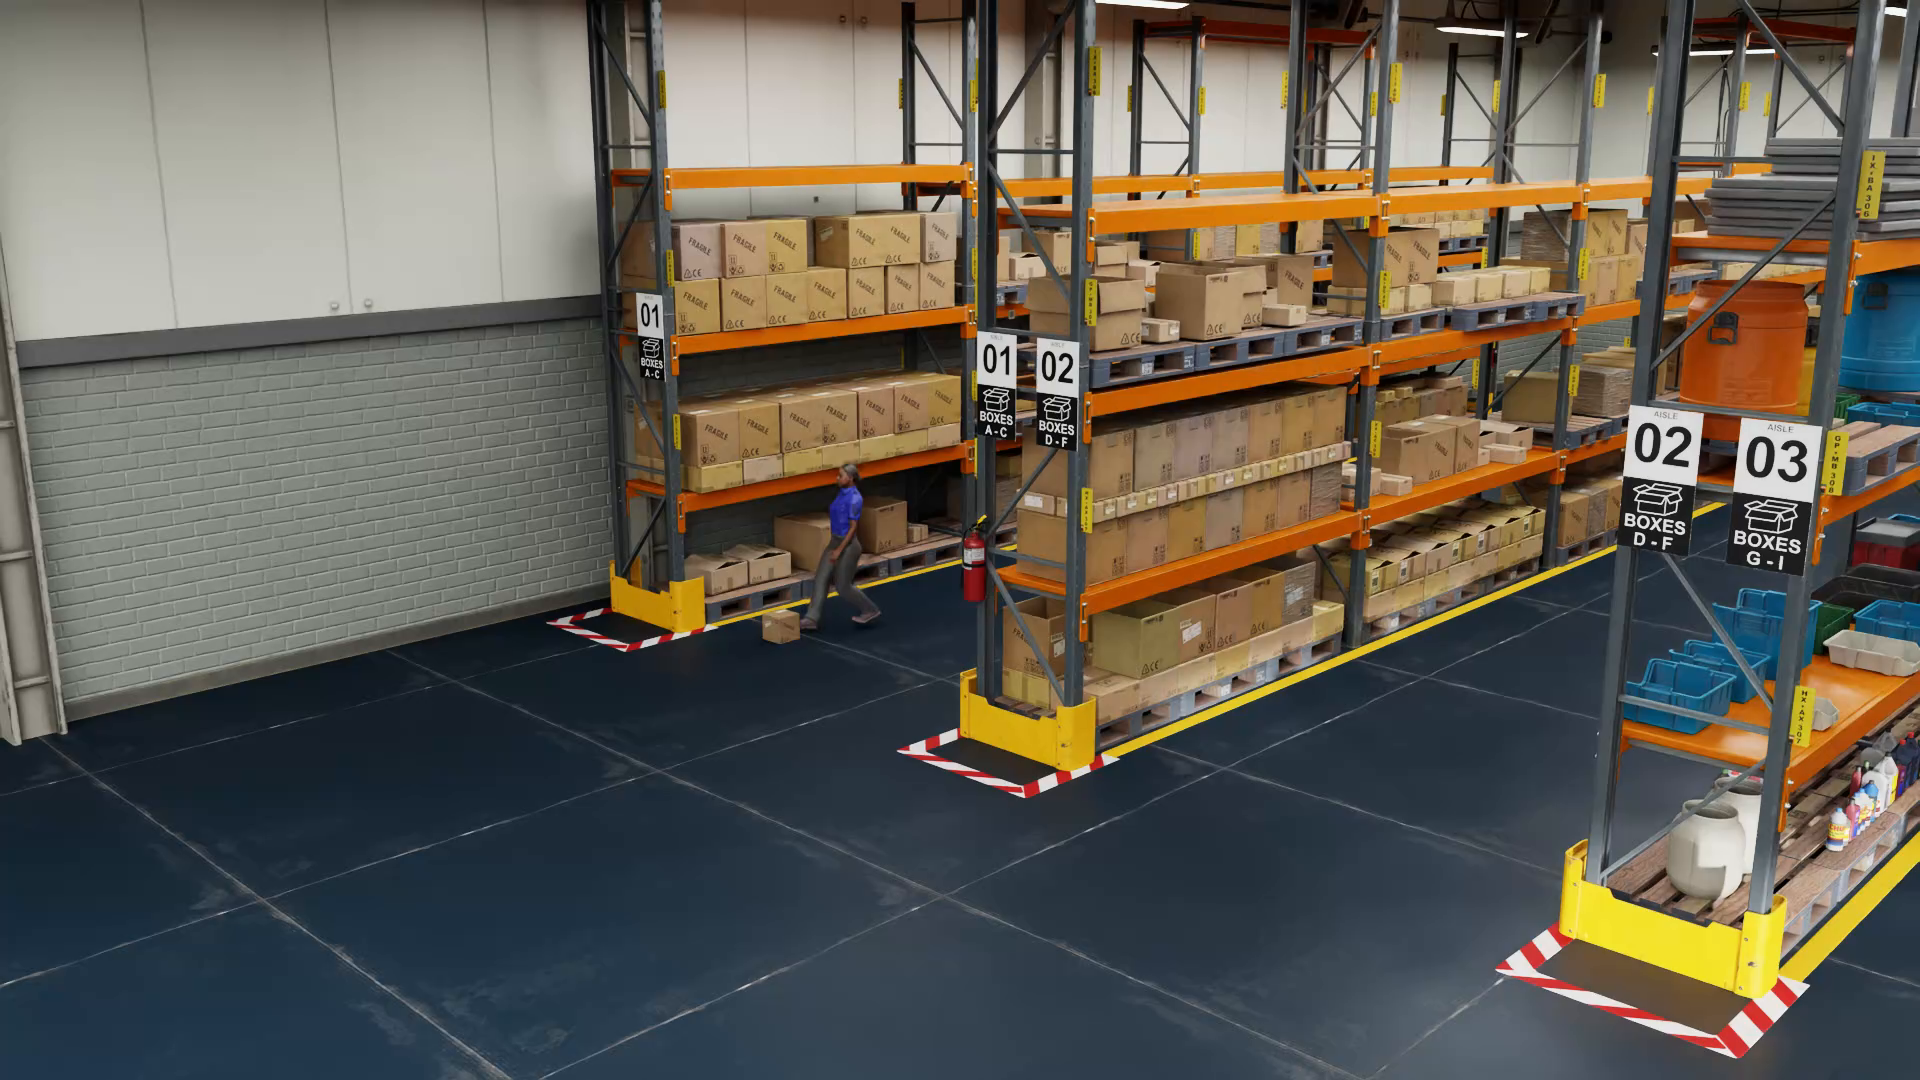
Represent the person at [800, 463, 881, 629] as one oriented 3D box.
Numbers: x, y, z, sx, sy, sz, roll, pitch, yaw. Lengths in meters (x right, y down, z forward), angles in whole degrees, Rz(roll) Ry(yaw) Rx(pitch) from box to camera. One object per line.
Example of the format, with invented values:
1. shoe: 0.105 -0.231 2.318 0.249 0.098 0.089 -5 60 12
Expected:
1. person: -1.202 0.080 15.776 0.901 1.572 0.496 -7 16 -27
